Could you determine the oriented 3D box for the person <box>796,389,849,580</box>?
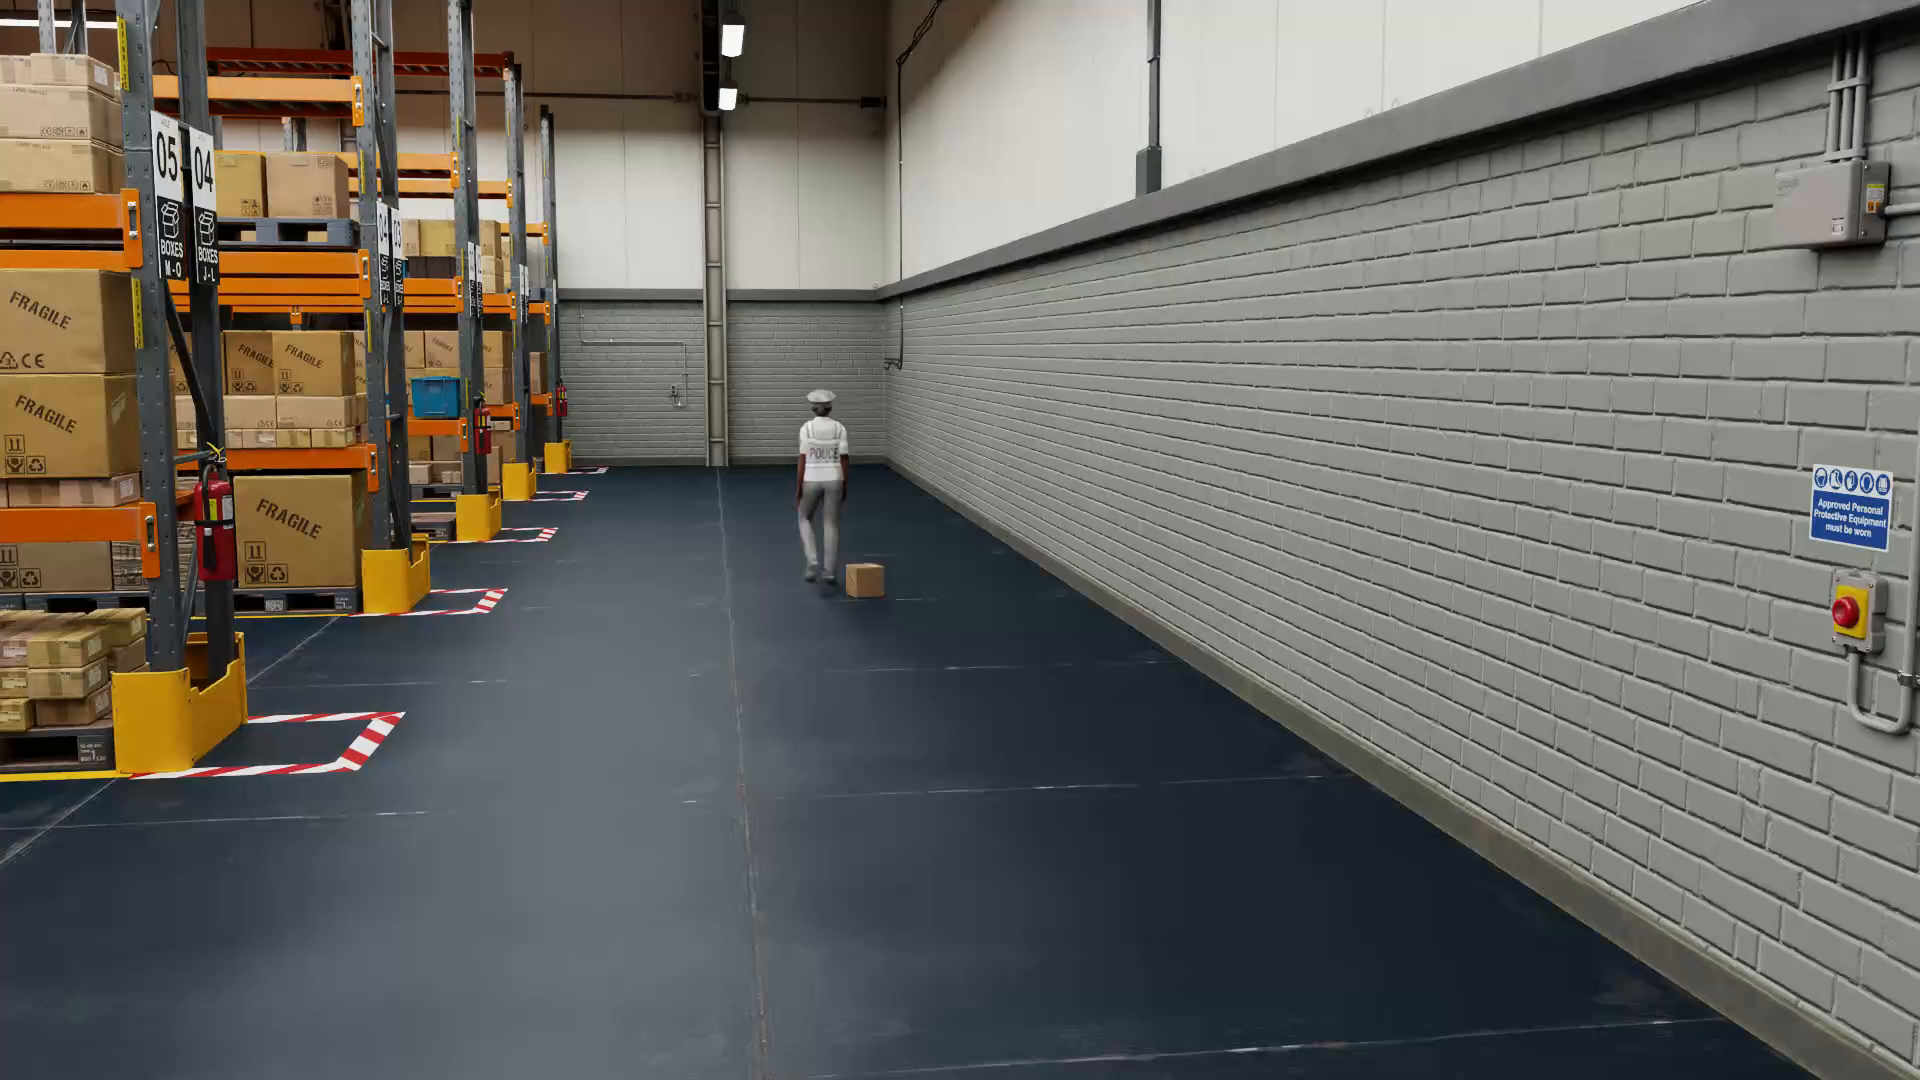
[{"bbox_3d":[-1.226,-0.466,14.779,0.484,1.741,0.489,-1,7,-10],"label":"person"}]
